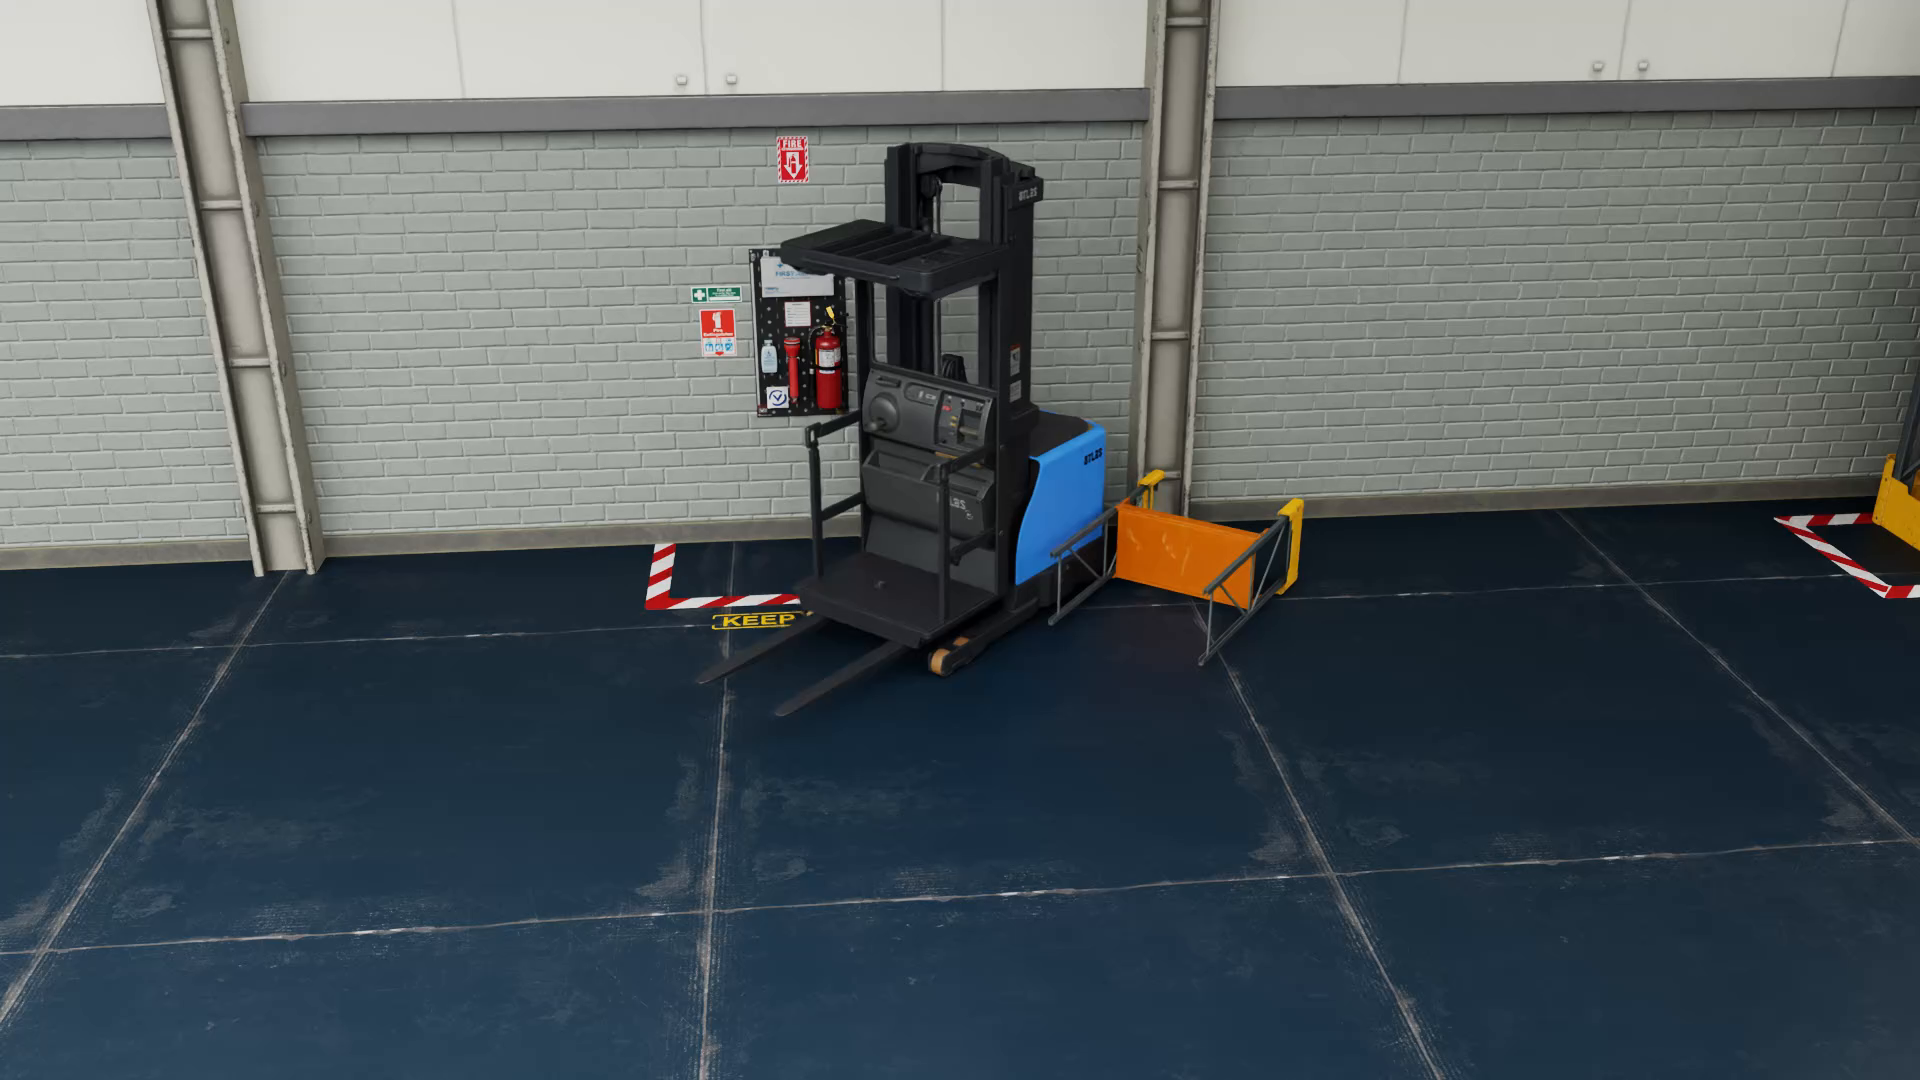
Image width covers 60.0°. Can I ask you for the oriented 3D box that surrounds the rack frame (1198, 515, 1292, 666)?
[{"bbox_3d":[1.825,0.259,10.412,0.032,0.500,1.500,14,27,28],"label":"rack frame"}]

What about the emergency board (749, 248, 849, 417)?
[{"bbox_3d":[-1.059,-1.352,11.100,0.643,1.169,0.194,-2,24,-5],"label":"emergency board"}]

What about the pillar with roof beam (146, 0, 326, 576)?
[{"bbox_3d":[-4.144,-2.197,5.615,0.400,9.000,9.100,-2,24,-5],"label":"pillar with roof beam"}]

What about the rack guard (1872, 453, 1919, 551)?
[{"bbox_3d":[6.839,-0.158,11.491,0.348,0.500,1.175,-2,24,-5],"label":"rack guard"}]

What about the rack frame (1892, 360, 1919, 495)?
[{"bbox_3d":[6.763,-1.298,10.976,0.127,3.000,1.000,-2,24,-5],"label":"rack frame"}]

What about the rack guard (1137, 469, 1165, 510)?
[{"bbox_3d":[1.297,-0.168,11.373,0.087,0.587,0.250,14,27,28],"label":"rack guard"}]

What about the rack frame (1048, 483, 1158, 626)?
[{"bbox_3d":[0.956,0.045,10.894,0.032,0.500,1.500,14,27,28],"label":"rack frame"}]

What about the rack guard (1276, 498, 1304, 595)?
[{"bbox_3d":[2.148,0.042,10.901,0.087,0.587,0.250,14,27,28],"label":"rack guard"}]

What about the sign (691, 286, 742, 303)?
[{"bbox_3d":[-1.614,-1.627,11.021,0.331,0.109,0.001,-2,24,-5],"label":"sign"}]

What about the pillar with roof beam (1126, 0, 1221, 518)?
[{"bbox_3d":[1.827,-2.437,6.153,0.400,9.000,9.100,-2,24,-5],"label":"pillar with roof beam"}]

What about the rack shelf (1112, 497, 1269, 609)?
[{"bbox_3d":[1.484,0.090,10.793,1.000,0.538,0.185,14,27,28],"label":"rack shelf"}]

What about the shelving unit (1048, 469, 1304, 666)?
[{"bbox_3d":[1.398,0.154,10.649,1.083,0.587,1.500,14,27,28],"label":"shelving unit"}]

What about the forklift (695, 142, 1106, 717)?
[{"bbox_3d":[-0.325,-0.749,9.826,1.130,2.935,3.031,17,29,33],"label":"forklift"}]

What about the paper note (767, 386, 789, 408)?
[{"bbox_3d":[-1.242,-0.971,11.325,0.142,0.148,0.016,-2,24,-5],"label":"paper note"}]

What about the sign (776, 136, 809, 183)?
[{"bbox_3d":[-1.077,-2.452,10.719,0.199,0.298,0.001,-2,24,-5],"label":"sign"}]

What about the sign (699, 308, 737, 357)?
[{"bbox_3d":[-1.619,-1.388,11.136,0.234,0.329,0.001,-2,24,-5],"label":"sign"}]
